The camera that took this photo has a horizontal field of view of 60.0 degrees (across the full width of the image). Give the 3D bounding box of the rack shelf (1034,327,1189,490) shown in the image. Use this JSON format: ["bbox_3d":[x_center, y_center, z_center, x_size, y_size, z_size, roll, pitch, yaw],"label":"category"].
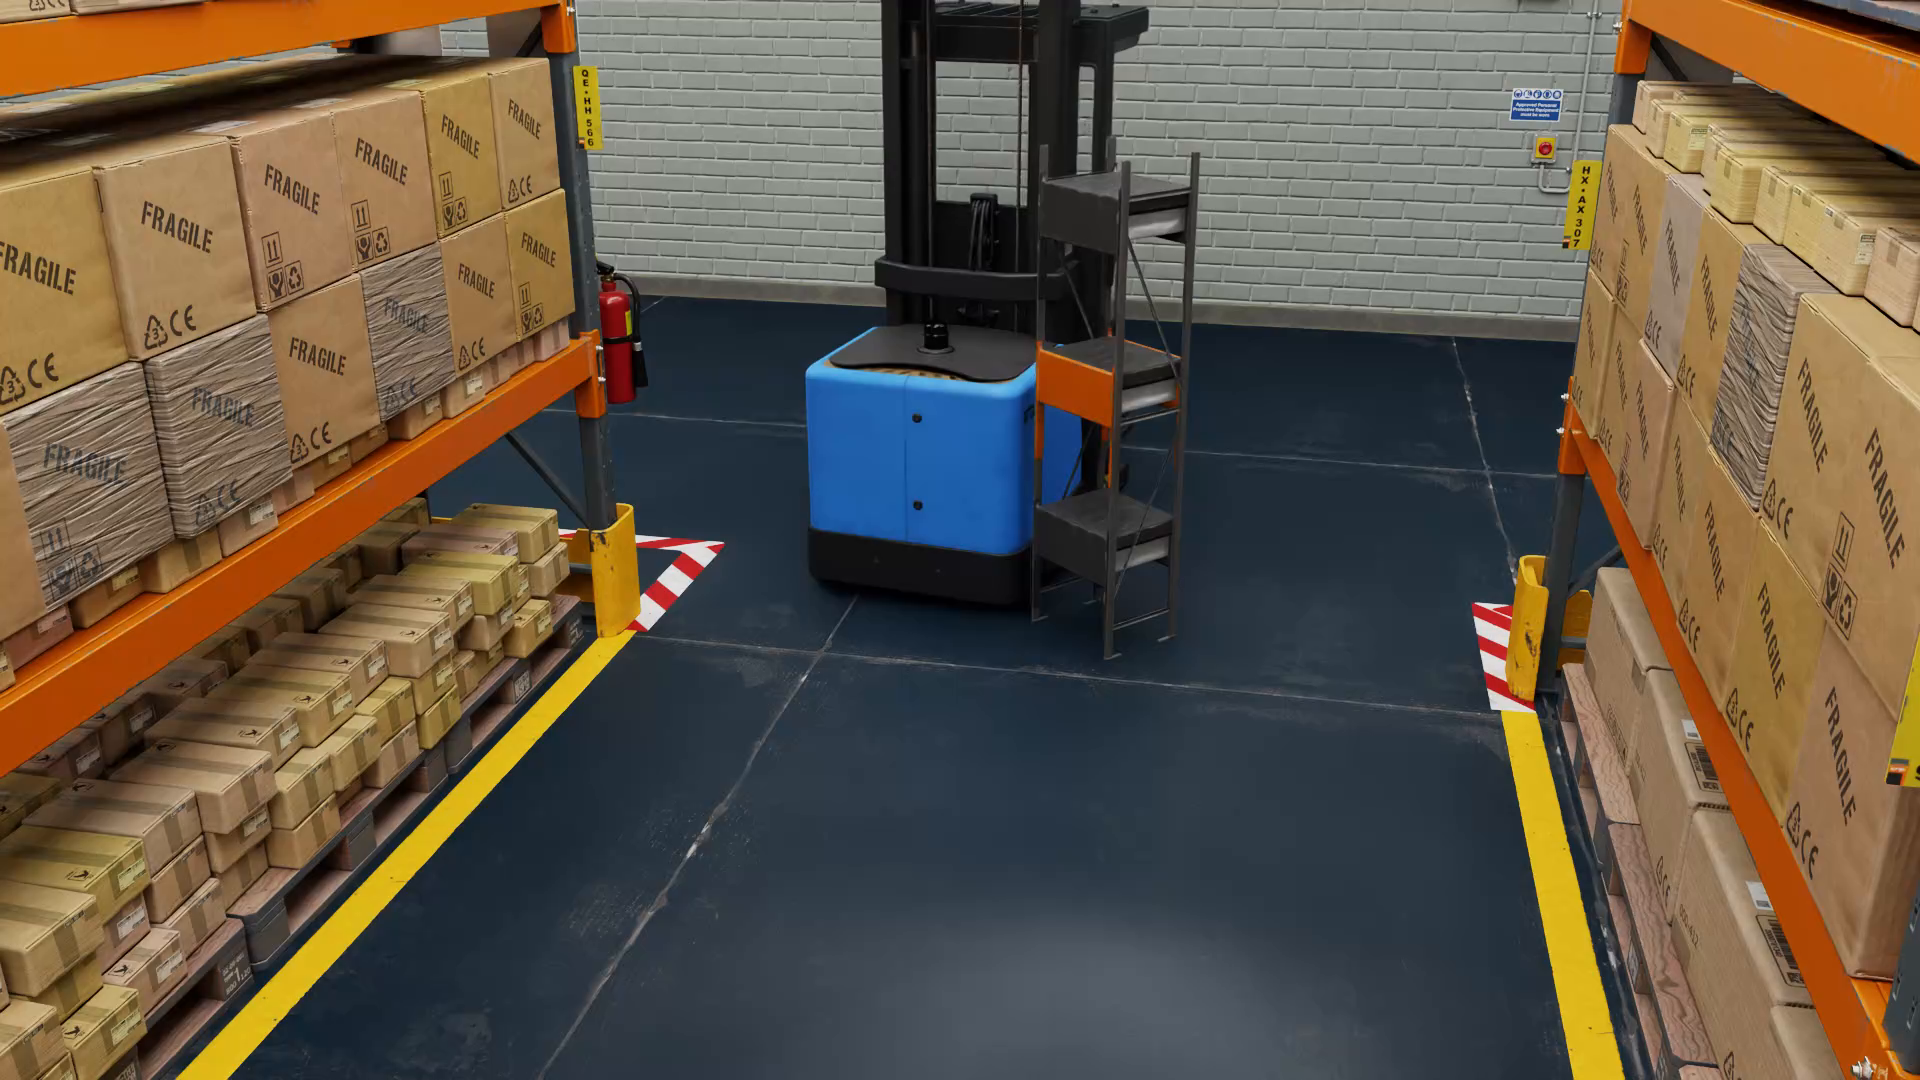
[{"bbox_3d":[0.629,-0.563,6.976,0.431,0.518,0.480,-16,27,-34],"label":"rack shelf"}]

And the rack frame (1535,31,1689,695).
[{"bbox_3d":[2.840,-0.753,6.209,1.000,3.000,0.127,4,22,11],"label":"rack frame"}]

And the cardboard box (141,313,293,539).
[{"bbox_3d":[-2.263,-0.340,4.651,0.500,0.500,0.500,4,22,10],"label":"cardboard box"}]

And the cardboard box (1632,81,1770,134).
[{"bbox_3d":[2.496,-1.456,5.612,0.380,0.149,0.250,5,22,12],"label":"cardboard box"}]

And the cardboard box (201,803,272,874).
[{"bbox_3d":[-2.341,0.862,5.053,0.380,0.149,0.250,6,23,13],"label":"cardboard box"}]

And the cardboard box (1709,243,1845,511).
[{"bbox_3d":[2.055,-0.366,3.775,0.500,0.500,0.500,5,22,12],"label":"cardboard box"}]

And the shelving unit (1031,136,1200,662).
[{"bbox_3d":[0.629,-0.575,6.971,0.431,2.100,0.503,-16,27,-34],"label":"shelving unit"}]

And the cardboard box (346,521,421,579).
[{"bbox_3d":[-2.405,0.034,6.712,0.380,0.149,0.250,5,22,12],"label":"cardboard box"}]

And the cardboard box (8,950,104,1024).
[{"bbox_3d":[-2.492,1.151,4.335,0.380,0.149,0.250,5,22,11],"label":"cardboard box"}]

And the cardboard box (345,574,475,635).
[{"bbox_3d":[-2.038,0.253,6.168,0.380,0.149,0.250,4,22,9],"label":"cardboard box"}]

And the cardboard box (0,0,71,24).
[{"bbox_3d":[-2.397,-1.286,3.716,0.500,0.250,0.500,4,22,10],"label":"cardboard box"}]

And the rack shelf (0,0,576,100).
[{"bbox_3d":[-2.435,-1.420,4.812,1.077,0.370,4.000,4,22,11],"label":"rack shelf"}]

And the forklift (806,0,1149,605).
[{"bbox_3d":[0.277,-1.588,8.374,1.130,2.935,3.031,8,23,19],"label":"forklift"}]

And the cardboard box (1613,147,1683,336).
[{"bbox_3d":[2.364,-0.920,5.151,0.500,0.500,0.500,4,22,9],"label":"cardboard box"}]

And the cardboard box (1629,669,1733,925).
[{"bbox_3d":[2.624,0.825,5.158,0.875,0.438,0.875,5,22,12],"label":"cardboard box"}]

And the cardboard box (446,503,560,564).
[{"bbox_3d":[-1.887,-0.029,6.868,0.380,0.149,0.250,5,22,12],"label":"cardboard box"}]

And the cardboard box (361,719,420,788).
[{"bbox_3d":[-2.126,0.722,5.800,0.380,0.149,0.250,5,22,12],"label":"cardboard box"}]

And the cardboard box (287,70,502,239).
[{"bbox_3d":[-1.980,-1.370,5.870,0.500,0.500,0.500,4,22,9],"label":"cardboard box"}]

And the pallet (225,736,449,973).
[{"bbox_3d":[-2.494,0.967,5.670,1.003,0.211,1.213,4,22,11],"label":"pallet"}]

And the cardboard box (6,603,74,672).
[{"bbox_3d":[-2.482,0.205,4.164,0.380,0.149,0.250,3,22,9],"label":"cardboard box"}]

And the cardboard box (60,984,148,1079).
[{"bbox_3d":[-2.400,1.291,4.387,0.380,0.149,0.250,5,22,13],"label":"cardboard box"}]

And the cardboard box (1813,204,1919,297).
[{"bbox_3d":[2.045,-0.605,3.500,0.380,0.149,0.250,4,22,11],"label":"cardboard box"}]

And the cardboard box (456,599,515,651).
[{"bbox_3d":[-1.960,0.301,6.447,0.380,0.149,0.250,4,22,9],"label":"cardboard box"}]

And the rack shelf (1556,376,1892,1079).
[{"bbox_3d":[2.431,0.312,4.527,1.077,0.370,4.000,4,22,11],"label":"rack shelf"}]

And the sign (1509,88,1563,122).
[{"bbox_3d":[3.933,-2.969,11.348,0.327,0.218,0.001,4,22,11],"label":"sign"}]

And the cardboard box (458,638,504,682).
[{"bbox_3d":[-2.022,0.434,6.514,0.380,0.149,0.250,4,22,11],"label":"cardboard box"}]

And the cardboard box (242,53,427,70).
[{"bbox_3d":[-2.378,-1.598,6.435,0.500,0.500,0.500,4,22,11],"label":"cardboard box"}]

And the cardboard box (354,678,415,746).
[{"bbox_3d":[-2.123,0.584,5.745,0.380,0.149,0.250,6,23,14],"label":"cardboard box"}]

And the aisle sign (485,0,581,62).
[{"bbox_3d":[-1.718,-2.303,6.578,0.394,0.787,0.004,4,22,11],"label":"aisle sign"}]

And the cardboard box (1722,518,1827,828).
[{"bbox_3d":[1.967,0.286,3.495,0.500,0.500,0.500,4,22,10],"label":"cardboard box"}]

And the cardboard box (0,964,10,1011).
[{"bbox_3d":[-2.570,1.111,4.038,0.380,0.149,0.250,5,23,13],"label":"cardboard box"}]

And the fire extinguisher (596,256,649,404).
[{"bbox_3d":[-1.524,-0.942,7.279,0.296,0.674,0.183,4,22,11],"label":"fire extinguisher"}]

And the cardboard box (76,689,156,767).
[{"bbox_3d":[-2.831,0.588,5.335,0.380,0.149,0.250,4,22,9],"label":"cardboard box"}]

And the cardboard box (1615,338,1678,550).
[{"bbox_3d":[2.263,-0.274,4.885,0.500,0.500,0.500,4,22,11],"label":"cardboard box"}]

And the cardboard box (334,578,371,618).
[{"bbox_3d":[-2.460,0.260,6.548,0.380,0.149,0.250,5,22,12],"label":"cardboard box"}]

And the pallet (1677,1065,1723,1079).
[{"bbox_3d":[2.255,1.731,3.773,1.003,0.211,1.213,4,22,11],"label":"pallet"}]

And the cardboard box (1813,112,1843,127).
[{"bbox_3d":[2.934,-1.323,5.283,0.380,0.149,0.250,5,22,12],"label":"cardboard box"}]

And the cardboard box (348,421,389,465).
[{"bbox_3d":[-2.166,-0.372,5.598,0.380,0.149,0.250,4,22,9],"label":"cardboard box"}]

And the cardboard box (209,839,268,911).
[{"bbox_3d":[-2.377,0.998,5.114,0.380,0.149,0.250,4,22,9],"label":"cardboard box"}]

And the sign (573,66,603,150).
[{"bbox_3d":[-1.488,-1.728,6.655,0.100,0.325,0.005,4,22,11],"label":"sign"}]

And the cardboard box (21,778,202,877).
[{"bbox_3d":[-2.422,0.821,4.757,0.380,0.149,0.250,4,22,10],"label":"cardboard box"}]

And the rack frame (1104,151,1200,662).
[{"bbox_3d":[0.776,-0.502,6.790,0.400,2.100,0.015,-16,27,-34],"label":"rack frame"}]

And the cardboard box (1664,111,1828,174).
[{"bbox_3d":[2.311,-1.170,4.904,0.380,0.149,0.250,4,22,9],"label":"cardboard box"}]

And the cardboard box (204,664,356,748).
[{"bbox_3d":[-2.226,0.541,5.452,0.380,0.149,0.250,5,22,11],"label":"cardboard box"}]

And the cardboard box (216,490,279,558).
[{"bbox_3d":[-2.244,-0.078,4.869,0.380,0.149,0.250,5,23,13],"label":"cardboard box"}]

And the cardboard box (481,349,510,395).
[{"bbox_3d":[-1.941,-0.655,6.302,0.380,0.149,0.250,4,22,10],"label":"cardboard box"}]

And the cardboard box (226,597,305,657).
[{"bbox_3d":[-2.617,0.314,6.017,0.380,0.149,0.250,5,23,13],"label":"cardboard box"}]

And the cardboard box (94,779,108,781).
[{"bbox_3d":[-2.830,0.841,5.105,0.380,0.149,0.250,5,22,12],"label":"cardboard box"}]

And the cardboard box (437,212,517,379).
[{"bbox_3d":[-1.977,-0.906,6.056,0.500,0.500,0.500,4,22,10],"label":"cardboard box"}]

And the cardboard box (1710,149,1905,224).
[{"bbox_3d":[2.138,-0.892,4.212,0.380,0.149,0.250,4,22,10],"label":"cardboard box"}]

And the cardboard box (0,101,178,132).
[{"bbox_3d":[-2.704,-1.038,5.044,0.500,0.500,0.500,4,22,9],"label":"cardboard box"}]

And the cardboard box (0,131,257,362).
[{"bbox_3d":[-2.289,-0.798,4.449,0.500,0.500,0.500,5,22,12],"label":"cardboard box"}]
